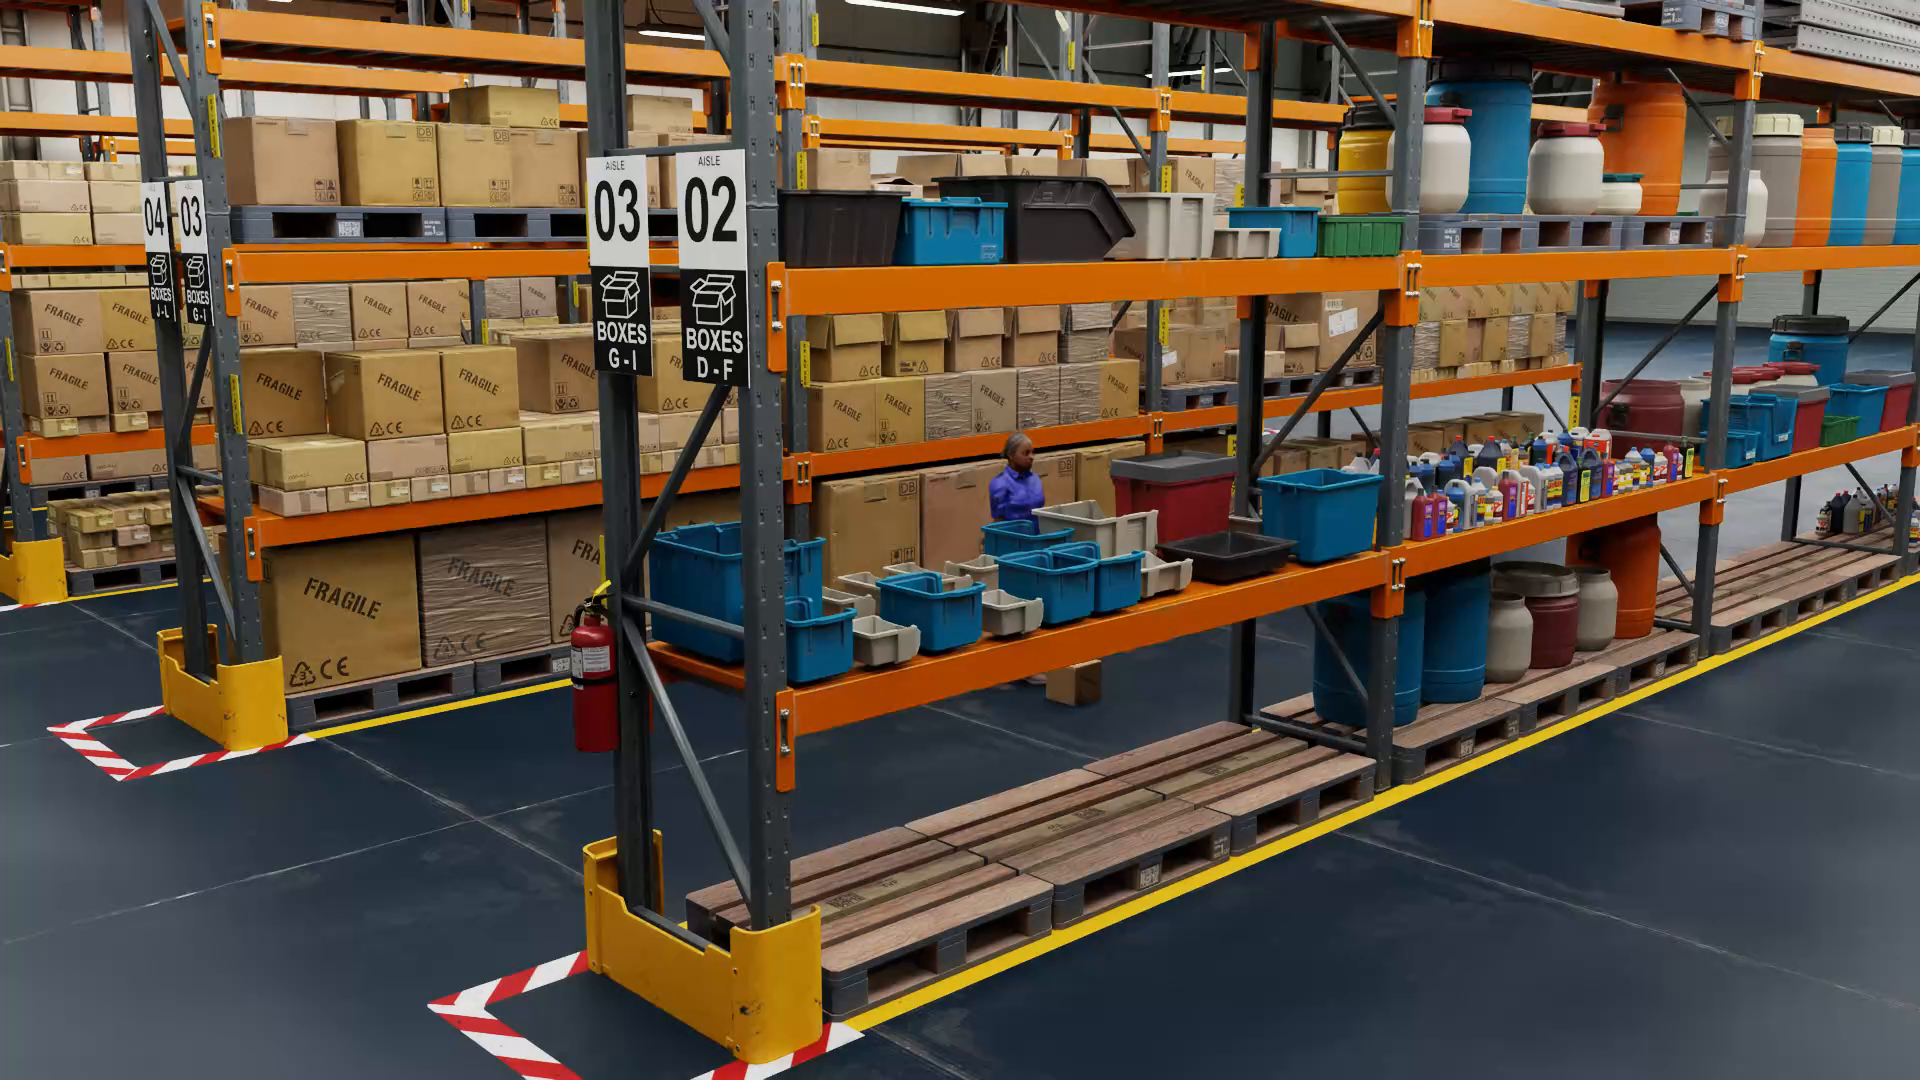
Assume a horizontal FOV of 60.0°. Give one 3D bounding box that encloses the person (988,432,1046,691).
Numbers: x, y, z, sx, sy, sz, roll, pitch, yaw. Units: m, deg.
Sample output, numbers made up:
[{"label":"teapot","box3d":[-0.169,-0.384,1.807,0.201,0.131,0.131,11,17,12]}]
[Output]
[{"label":"person","box3d":[0.387,0.147,10.771,0.437,1.694,0.329,-10,14,-41]}]
